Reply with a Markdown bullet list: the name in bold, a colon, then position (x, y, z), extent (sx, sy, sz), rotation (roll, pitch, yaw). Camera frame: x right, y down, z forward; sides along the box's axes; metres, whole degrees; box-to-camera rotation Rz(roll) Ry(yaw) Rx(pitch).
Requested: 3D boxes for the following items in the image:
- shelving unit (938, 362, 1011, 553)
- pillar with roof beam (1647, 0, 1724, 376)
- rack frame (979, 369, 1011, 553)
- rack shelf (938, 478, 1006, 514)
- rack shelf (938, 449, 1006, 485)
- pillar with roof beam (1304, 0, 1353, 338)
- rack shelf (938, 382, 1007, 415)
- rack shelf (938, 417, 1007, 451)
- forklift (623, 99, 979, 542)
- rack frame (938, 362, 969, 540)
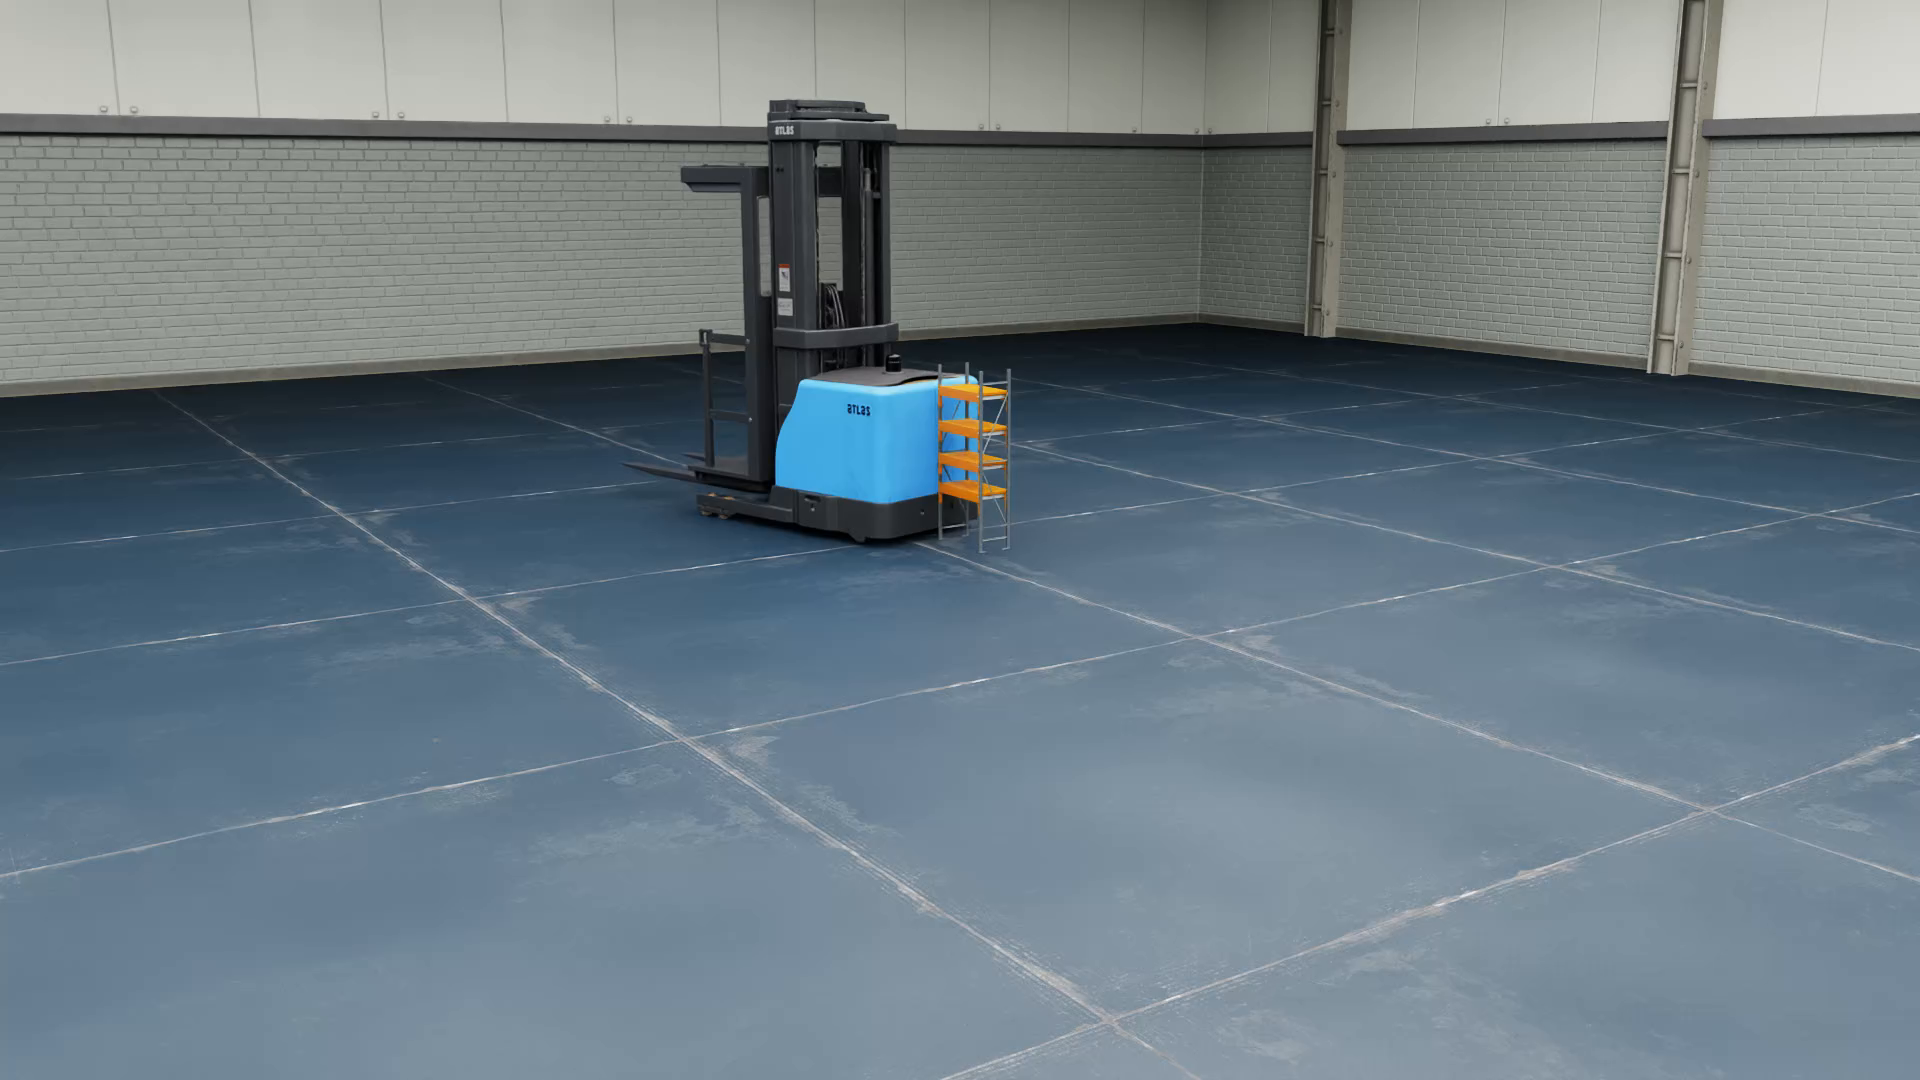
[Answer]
- **shelving unit**: position (0.092, -0.557, 11.099), extent (0.258, 1.200, 0.503), rotation (-8, 15, -33)
- **pillar with roof beam**: position (5.341, -5.988, 17.679), extent (9.100, 9.000, 0.400), rotation (-8, 15, -33)
- **rack frame**: position (0.227, -0.513, 10.901), extent (0.240, 1.200, 0.015), rotation (-8, 15, -33)
- **rack shelf**: position (0.092, -0.297, 11.156), extent (0.258, 0.148, 0.480), rotation (-8, 15, -33)
- **rack shelf**: position (0.092, -0.491, 11.113), extent (0.258, 0.148, 0.480), rotation (-8, 15, -33)
- **pillar with roof beam**: position (2.016, -7.055, 22.559), extent (9.100, 9.000, 0.400), rotation (-8, 15, -33)
- **rack shelf**: position (0.092, -0.941, 11.015), extent (0.258, 0.148, 0.480), rotation (-8, 15, -33)
- **rack shelf**: position (0.092, -0.710, 11.066), extent (0.258, 0.148, 0.480), rotation (-8, 15, -33)
- **forklift**: position (-1.294, -1.656, 12.071), extent (3.031, 2.935, 1.130), rotation (11, 16, 40)
- **rack frame**: position (-0.043, -0.600, 11.297), extent (0.240, 1.200, 0.015), rotation (-8, 15, -33)
